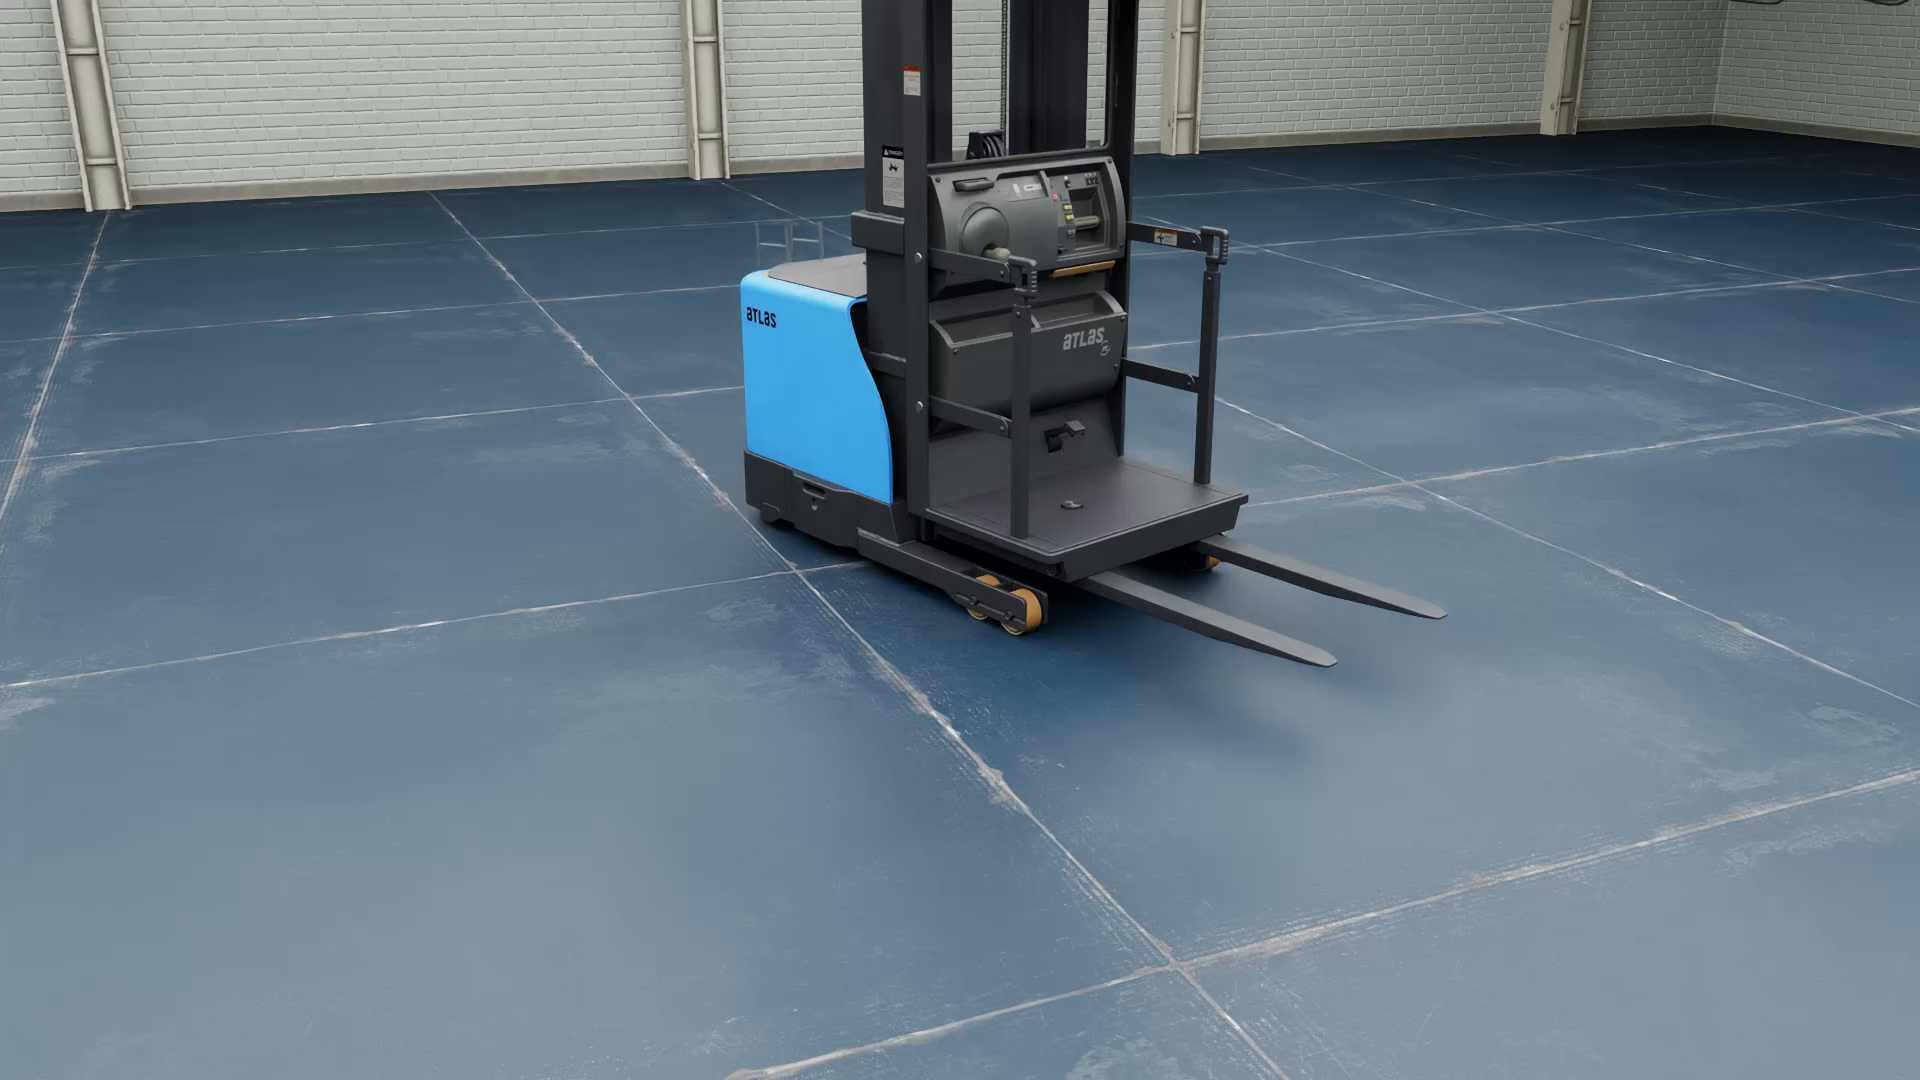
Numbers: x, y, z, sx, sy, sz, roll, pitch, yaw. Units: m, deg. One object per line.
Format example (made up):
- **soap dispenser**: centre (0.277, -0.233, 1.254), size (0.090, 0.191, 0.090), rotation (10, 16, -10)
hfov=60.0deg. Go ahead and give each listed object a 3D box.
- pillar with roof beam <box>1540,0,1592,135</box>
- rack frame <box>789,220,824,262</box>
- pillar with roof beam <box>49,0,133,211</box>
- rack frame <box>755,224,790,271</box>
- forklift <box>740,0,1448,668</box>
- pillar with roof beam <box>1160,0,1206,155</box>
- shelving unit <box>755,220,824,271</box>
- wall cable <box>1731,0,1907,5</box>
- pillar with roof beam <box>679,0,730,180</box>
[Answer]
- **pillar with roof beam**: centre (9.942, -8.535, 17.712), size (0.400, 9.000, 9.100), rotation (-8, 21, -22)
- **rack frame**: centre (-0.669, -0.855, 7.619), size (0.006, 1.200, 0.240), rotation (-16, 21, -39)
- **pillar with roof beam**: centre (-6.586, -6.167, 10.987), size (0.400, 9.000, 9.100), rotation (-8, 21, -22)
- **rack frame**: centre (-0.806, -0.815, 7.504), size (0.006, 1.200, 0.240), rotation (-16, 21, -39)
- **forklift**: centre (0.409, -1.227, 6.093), size (1.130, 2.935, 3.031), rotation (-16, 25, -38)
- **pillar with roof beam**: centre (4.433, -7.746, 15.471), size (0.400, 9.000, 9.100), rotation (-8, 21, -22)
- **shelving unit**: centre (-0.738, -0.835, 7.562), size (0.189, 1.200, 0.258), rotation (-16, 21, -39)
- **wall cable**: centre (11.466, -8.367, 21.912), size (0.112, 2.526, 3.097), rotation (-8, 21, -22)
- **pillar with roof beam**: centre (-1.076, -6.956, 13.229), size (0.400, 9.000, 9.100), rotation (-8, 21, -22)
